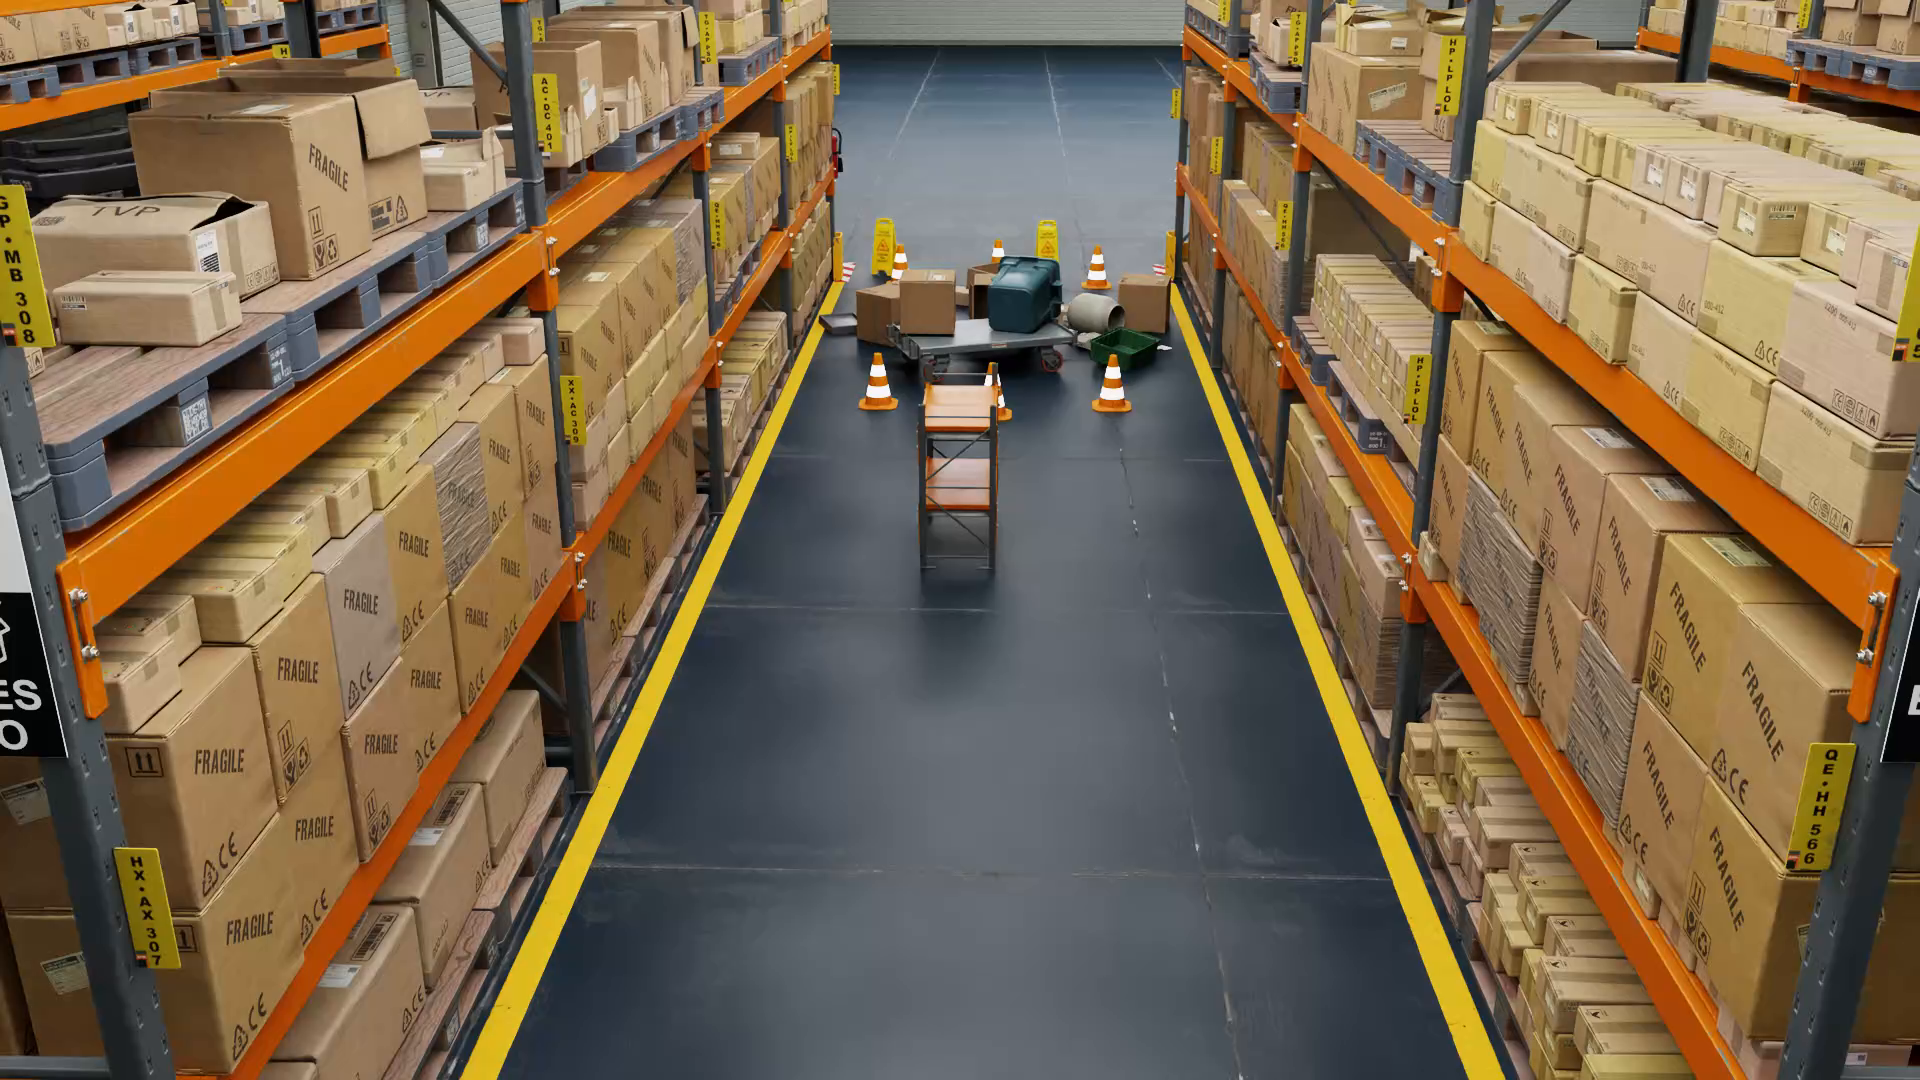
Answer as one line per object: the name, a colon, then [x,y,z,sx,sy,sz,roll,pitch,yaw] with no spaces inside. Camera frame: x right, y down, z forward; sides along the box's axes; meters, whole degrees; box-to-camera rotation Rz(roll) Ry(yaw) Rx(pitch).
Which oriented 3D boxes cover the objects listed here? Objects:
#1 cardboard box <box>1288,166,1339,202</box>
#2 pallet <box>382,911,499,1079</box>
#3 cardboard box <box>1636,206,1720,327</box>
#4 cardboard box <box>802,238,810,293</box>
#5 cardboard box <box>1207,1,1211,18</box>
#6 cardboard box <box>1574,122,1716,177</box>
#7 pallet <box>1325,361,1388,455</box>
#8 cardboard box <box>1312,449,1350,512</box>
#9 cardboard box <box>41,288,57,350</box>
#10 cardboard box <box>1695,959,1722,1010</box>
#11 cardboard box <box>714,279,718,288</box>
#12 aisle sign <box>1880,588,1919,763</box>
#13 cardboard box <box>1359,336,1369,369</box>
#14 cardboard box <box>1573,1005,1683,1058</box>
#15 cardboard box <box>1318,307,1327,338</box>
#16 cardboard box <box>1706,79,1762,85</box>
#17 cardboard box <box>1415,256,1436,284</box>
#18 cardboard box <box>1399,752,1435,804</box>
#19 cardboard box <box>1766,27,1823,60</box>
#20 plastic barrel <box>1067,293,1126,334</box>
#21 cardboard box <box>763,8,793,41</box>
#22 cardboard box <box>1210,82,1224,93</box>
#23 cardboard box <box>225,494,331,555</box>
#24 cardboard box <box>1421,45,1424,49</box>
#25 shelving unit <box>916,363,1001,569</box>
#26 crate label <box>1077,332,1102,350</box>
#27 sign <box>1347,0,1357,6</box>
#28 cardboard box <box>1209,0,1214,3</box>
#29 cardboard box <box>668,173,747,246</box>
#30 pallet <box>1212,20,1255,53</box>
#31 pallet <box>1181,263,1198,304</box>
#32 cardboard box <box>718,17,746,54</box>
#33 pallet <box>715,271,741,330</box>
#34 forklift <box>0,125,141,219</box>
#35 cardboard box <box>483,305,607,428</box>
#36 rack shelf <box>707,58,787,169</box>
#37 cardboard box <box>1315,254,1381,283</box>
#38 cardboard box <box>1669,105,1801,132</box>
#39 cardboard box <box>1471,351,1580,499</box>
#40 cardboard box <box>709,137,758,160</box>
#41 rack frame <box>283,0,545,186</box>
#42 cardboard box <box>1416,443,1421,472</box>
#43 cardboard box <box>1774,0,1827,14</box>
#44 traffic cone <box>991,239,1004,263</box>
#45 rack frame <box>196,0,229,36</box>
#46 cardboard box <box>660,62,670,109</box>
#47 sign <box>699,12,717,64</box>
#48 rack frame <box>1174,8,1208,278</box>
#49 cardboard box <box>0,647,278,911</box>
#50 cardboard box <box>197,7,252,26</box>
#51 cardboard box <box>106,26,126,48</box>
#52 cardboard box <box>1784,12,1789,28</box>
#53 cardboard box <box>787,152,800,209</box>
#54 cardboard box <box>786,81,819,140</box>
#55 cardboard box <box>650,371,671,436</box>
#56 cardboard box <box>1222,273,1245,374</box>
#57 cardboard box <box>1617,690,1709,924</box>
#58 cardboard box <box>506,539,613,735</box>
cardboard box: [2.790,-2.442,12.156,0.700,0.500,0.500,0,21,1]
pallet: [-2.456,1.860,6.443,1.003,0.211,1.213,1,21,2]
cardboard box: [2.301,-0.793,4.795,0.500,0.250,0.500,1,21,2]
cardboard box: [-1.785,-2.716,16.566,0.500,0.500,0.500,1,21,4]
cardboard box: [2.602,-5.150,16.138,0.380,0.149,0.250,0,21,1]
cardboard box: [2.291,-1.308,5.573,0.380,0.149,0.250,2,21,4]
pallet: [2.733,-0.779,9.655,1.003,0.211,1.213,1,21,2]
cardboard box: [2.446,-0.356,10.137,0.500,0.250,0.500,1,21,2]
cardboard box: [-2.586,-0.550,4.281,0.380,0.149,0.250,-1,21,-3]
cardboard box: [2.281,1.215,4.599,0.380,0.149,0.250,1,21,2]
cardboard box: [-1.961,-1.898,12.041,0.380,0.149,0.250,-1,21,-2]
aisle sign: [2.206,0.119,3.481,0.394,0.787,0.004,1,21,2]
cardboard box: [2.495,-1.066,9.485,0.380,0.149,0.250,1,21,4]
cardboard box: [2.289,1.692,5.561,0.380,0.149,0.250,0,21,-1]
cardboard box: [2.528,-1.407,10.774,0.380,0.149,0.250,2,21,4]
cardboard box: [7.616,-4.299,16.530,0.500,0.500,0.500,1,21,2]
cardboard box: [3.195,-1.758,10.858,0.380,0.149,0.250,0,21,0]
cardboard box: [2.298,1.123,7.848,0.380,0.149,0.250,0,21,-1]
cardboard box: [7.581,-4.436,14.875,0.500,0.250,0.500,1,21,4]
plastic barrel: [1.375,-2.257,16.760,0.512,0.421,0.421,18,27,38]
cardboard box: [-1.790,-4.672,15.072,0.500,0.250,0.500,0,21,0]
cardboard box: [2.982,-4.323,16.823,0.875,0.550,0.500,1,21,2]
cardboard box: [-2.150,-0.029,5.041,0.380,0.149,0.250,1,21,2]
cardboard box: [2.989,-2.820,10.366,0.500,0.500,0.500,1,21,2]
shelving unit: [0.000,-0.522,11.319,0.538,1.125,1.048,1,21,2]
crate label: [1.292,-1.956,16.380,0.298,0.136,0.250,-16,26,-35]
sign: [3.416,-4.814,14.494,0.100,0.325,0.005,1,21,2]
cardboard box: [2.665,-5.285,15.933,0.500,0.250,0.500,0,21,1]
cardboard box: [-1.936,-2.524,12.758,0.500,0.500,0.500,1,21,3]
pallet: [2.909,-4.683,15.429,1.003,0.211,1.213,1,21,2]
pallet: [3.049,-2.887,18.678,1.003,0.211,1.213,1,21,2]
cardboard box: [-1.987,-3.993,13.153,0.500,0.250,0.500,1,21,2]
pallet: [-2.284,-1.772,12.214,1.213,0.211,1.003,1,21,2]
forklift: [-5.296,-0.961,9.954,3.031,2.935,1.130,11,24,26]
cardboard box: [-2.020,-0.825,7.987,0.500,0.500,0.500,1,21,2]
rack shelf: [-2.138,-3.389,12.963,1.077,0.370,4.000,1,21,2]
cardboard box: [2.544,-1.774,10.898,0.380,0.149,0.250,1,21,2]
cardboard box: [2.805,-1.491,6.044,0.380,0.149,0.250,1,21,4]
cardboard box: [2.372,-0.442,6.589,0.500,0.500,0.500,0,21,0]
cardboard box: [-1.858,-3.214,13.639,0.380,0.149,0.250,0,21,-1]
rack frame: [-2.321,-2.953,6.699,1.000,3.000,0.127,1,21,2]
cardboard box: [2.444,-0.363,8.084,0.380,0.149,0.250,0,21,0]
cardboard box: [7.587,-4.922,14.680,0.500,0.500,0.500,0,21,0]
traffic cone: [0.441,-3.253,19.274,0.336,0.463,0.334,1,21,2]
rack frame: [-7.039,-5.899,14.291,1.000,3.000,0.127,1,21,2]
cardboard box: [-1.891,-2.632,9.624,0.396,0.266,0.258,0,21,0]
sign: [-1.644,-3.270,10.838,0.100,0.325,0.005,1,21,2]
rack frame: [2.995,-4.477,18.921,1.000,3.000,0.127,1,21,2]
cardboard box: [-2.143,0.607,4.297,0.500,0.500,0.500,0,21,0]
cardboard box: [-6.722,-4.785,15.195,0.380,0.149,0.250,1,21,3]
cardboard box: [-6.792,-3.946,13.033,0.380,0.149,0.250,0,21,1]
cardboard box: [7.649,-4.670,14.928,0.380,0.149,0.250,1,21,2]
cardboard box: [-1.785,-3.390,15.570,0.500,0.500,0.500,1,21,1]
cardboard box: [-1.767,-4.222,16.333,0.700,0.500,0.500,0,21,0]
cardboard box: [-1.973,-0.795,9.639,0.500,0.250,0.500,0,21,1]
cardboard box: [2.945,-1.952,14.943,1.050,0.750,0.750,1,21,1]
cardboard box: [2.286,0.771,4.845,0.500,0.500,0.500,0,21,1]
cardboard box: [-2.382,0.414,8.673,0.875,0.875,0.875,1,21,3]
